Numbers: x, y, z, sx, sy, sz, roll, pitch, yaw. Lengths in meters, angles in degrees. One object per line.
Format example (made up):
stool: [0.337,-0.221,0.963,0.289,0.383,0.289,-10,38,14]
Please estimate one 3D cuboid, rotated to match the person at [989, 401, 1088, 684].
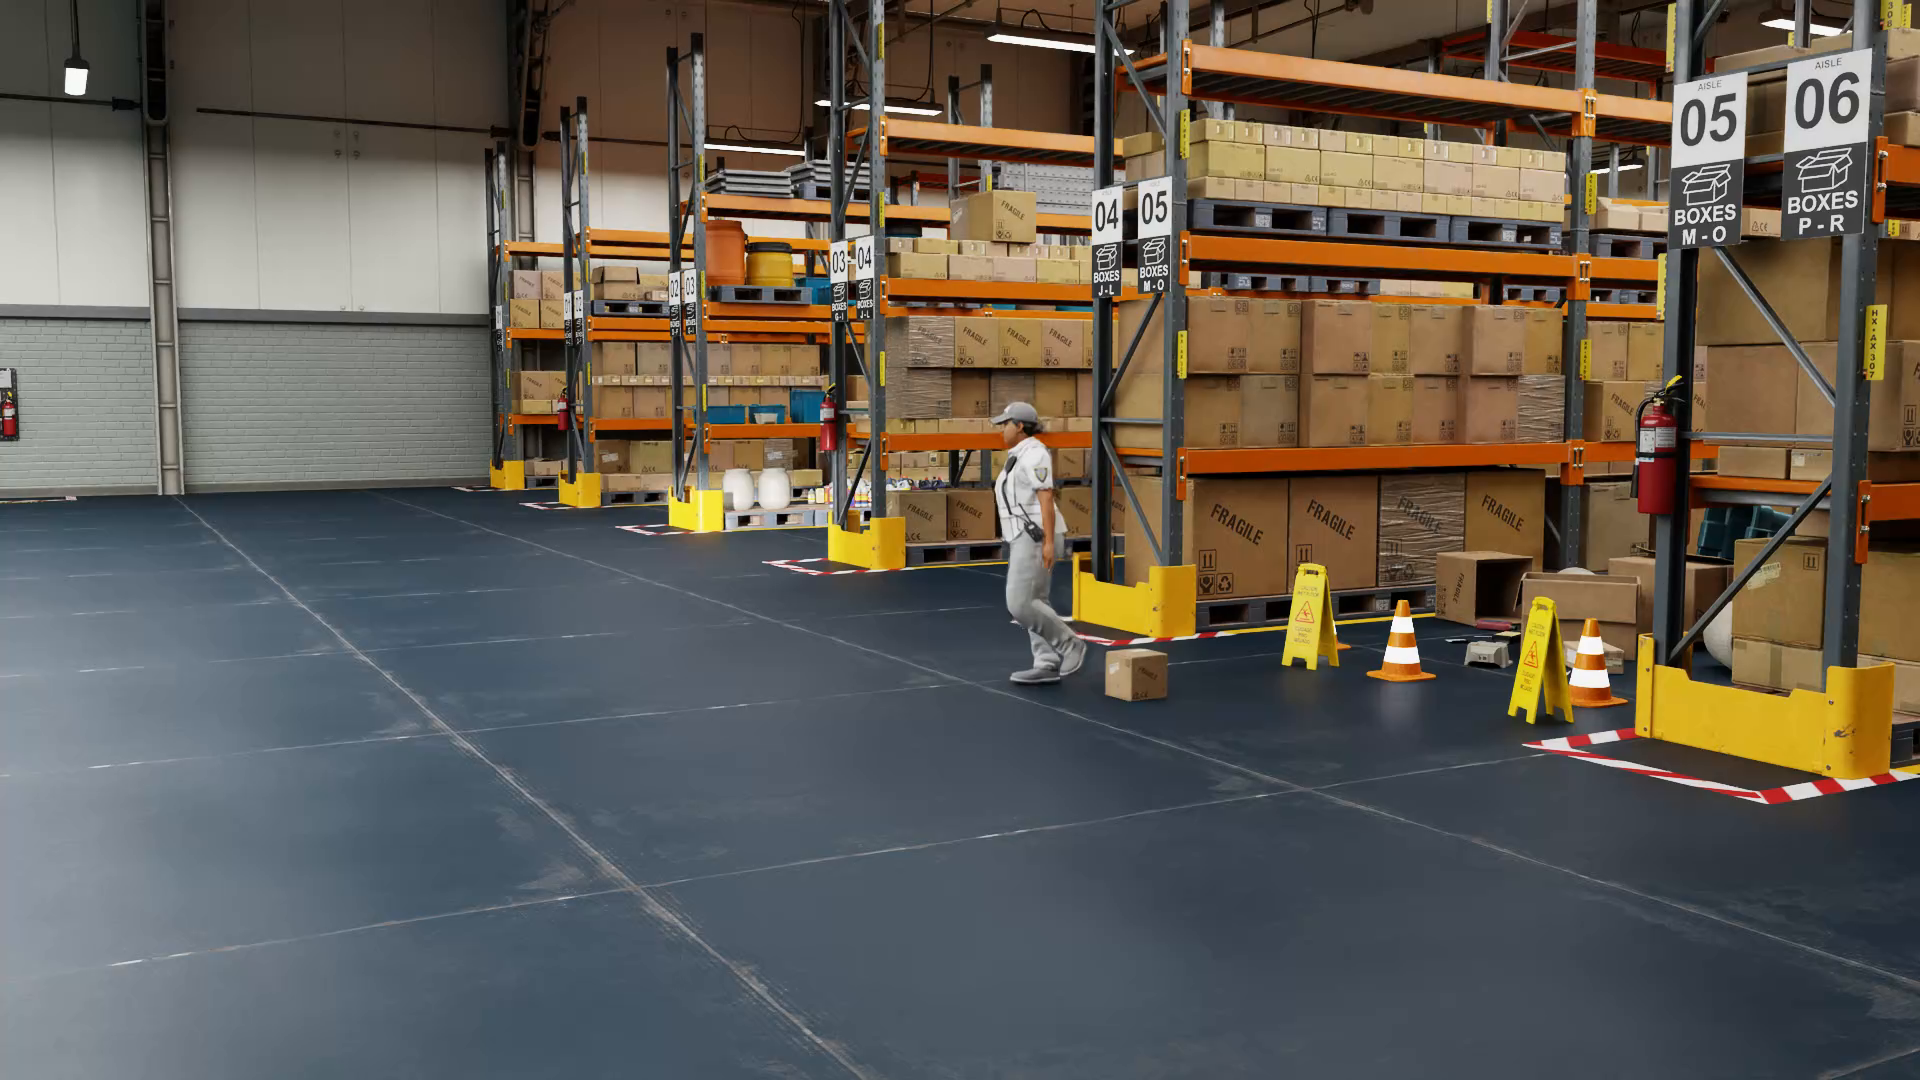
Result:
person: [0.452,0.020,9.712,0.544,1.654,0.570,-1,5,-8]
